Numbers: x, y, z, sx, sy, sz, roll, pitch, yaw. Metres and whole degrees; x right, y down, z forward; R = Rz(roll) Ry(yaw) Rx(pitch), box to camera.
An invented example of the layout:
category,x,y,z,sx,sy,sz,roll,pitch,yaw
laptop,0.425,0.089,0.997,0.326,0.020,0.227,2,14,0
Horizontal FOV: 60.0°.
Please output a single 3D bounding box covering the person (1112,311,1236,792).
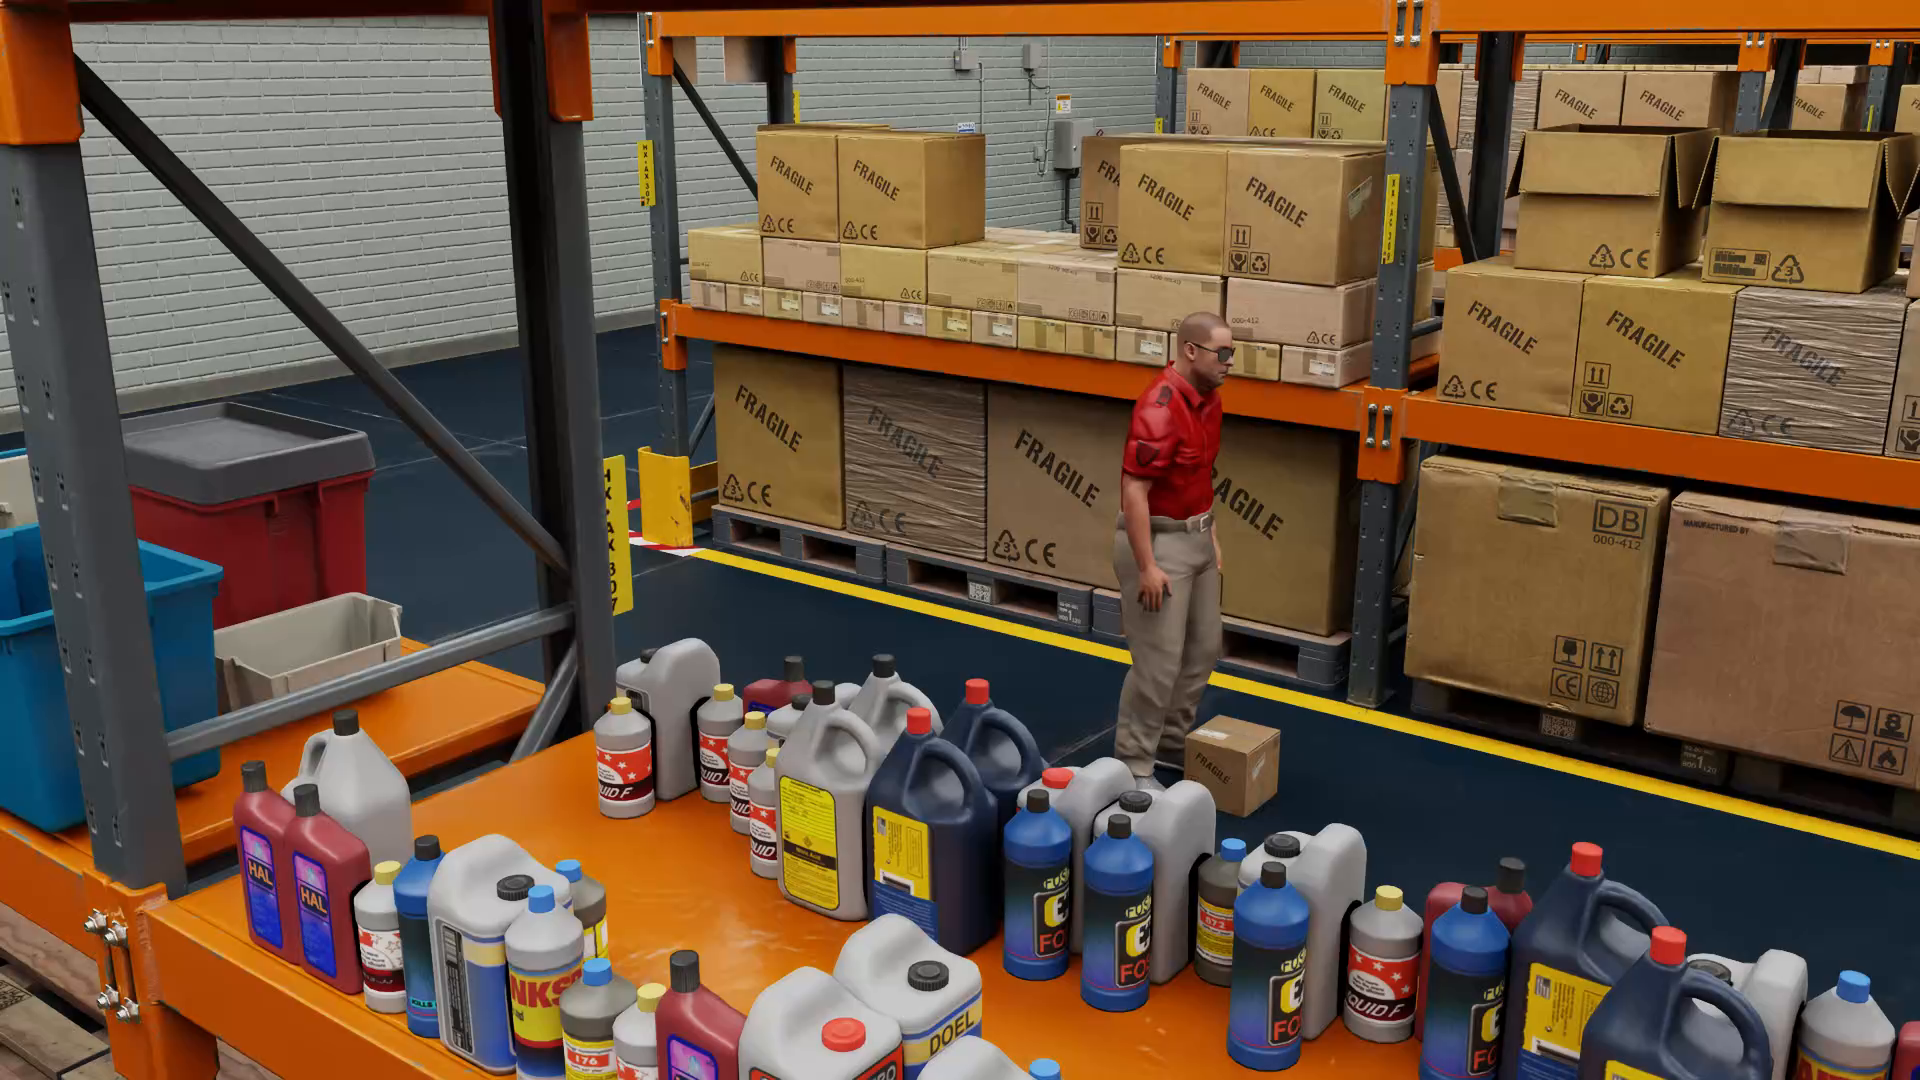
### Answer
category,x,y,z,sx,sy,sz,roll,pitch,yaw
person,0.761,0.055,5.877,0.393,1.726,0.593,11,19,32
